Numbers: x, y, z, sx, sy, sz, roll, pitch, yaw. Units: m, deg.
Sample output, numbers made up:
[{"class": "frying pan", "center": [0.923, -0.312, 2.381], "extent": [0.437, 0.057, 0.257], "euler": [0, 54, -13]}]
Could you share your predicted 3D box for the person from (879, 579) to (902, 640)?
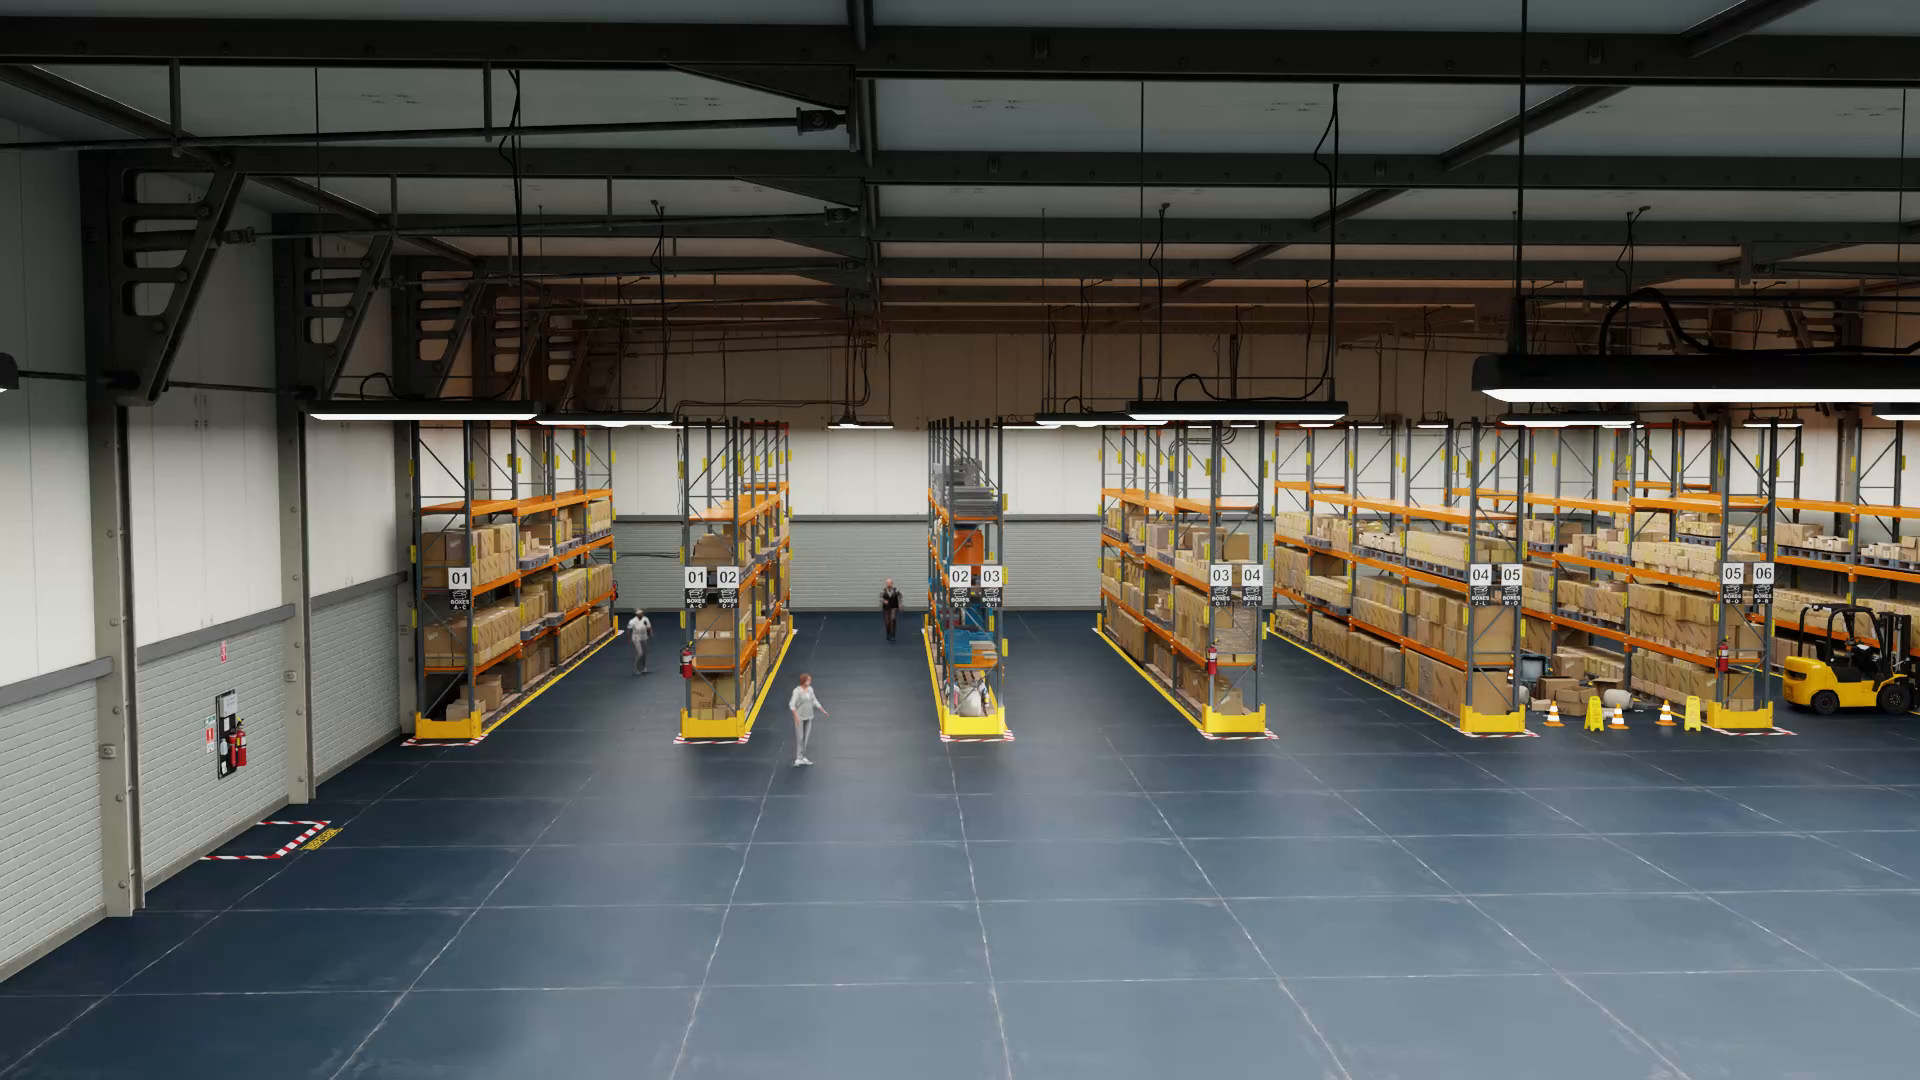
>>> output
[{"class": "person", "center": [-1.890, 1.897, 45.031], "extent": [0.614, 1.682, 0.814], "euler": [0, 4, 3]}]

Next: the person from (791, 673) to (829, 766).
[{"class": "person", "center": [-2.610, 3.082, 28.528], "extent": [0.531, 1.606, 0.543], "euler": [-3, 5, -43]}]

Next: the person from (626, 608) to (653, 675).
[{"class": "person", "center": [-7.506, 2.399, 39.283], "extent": [0.604, 1.643, 0.806], "euler": [-4, 5, -44]}]
